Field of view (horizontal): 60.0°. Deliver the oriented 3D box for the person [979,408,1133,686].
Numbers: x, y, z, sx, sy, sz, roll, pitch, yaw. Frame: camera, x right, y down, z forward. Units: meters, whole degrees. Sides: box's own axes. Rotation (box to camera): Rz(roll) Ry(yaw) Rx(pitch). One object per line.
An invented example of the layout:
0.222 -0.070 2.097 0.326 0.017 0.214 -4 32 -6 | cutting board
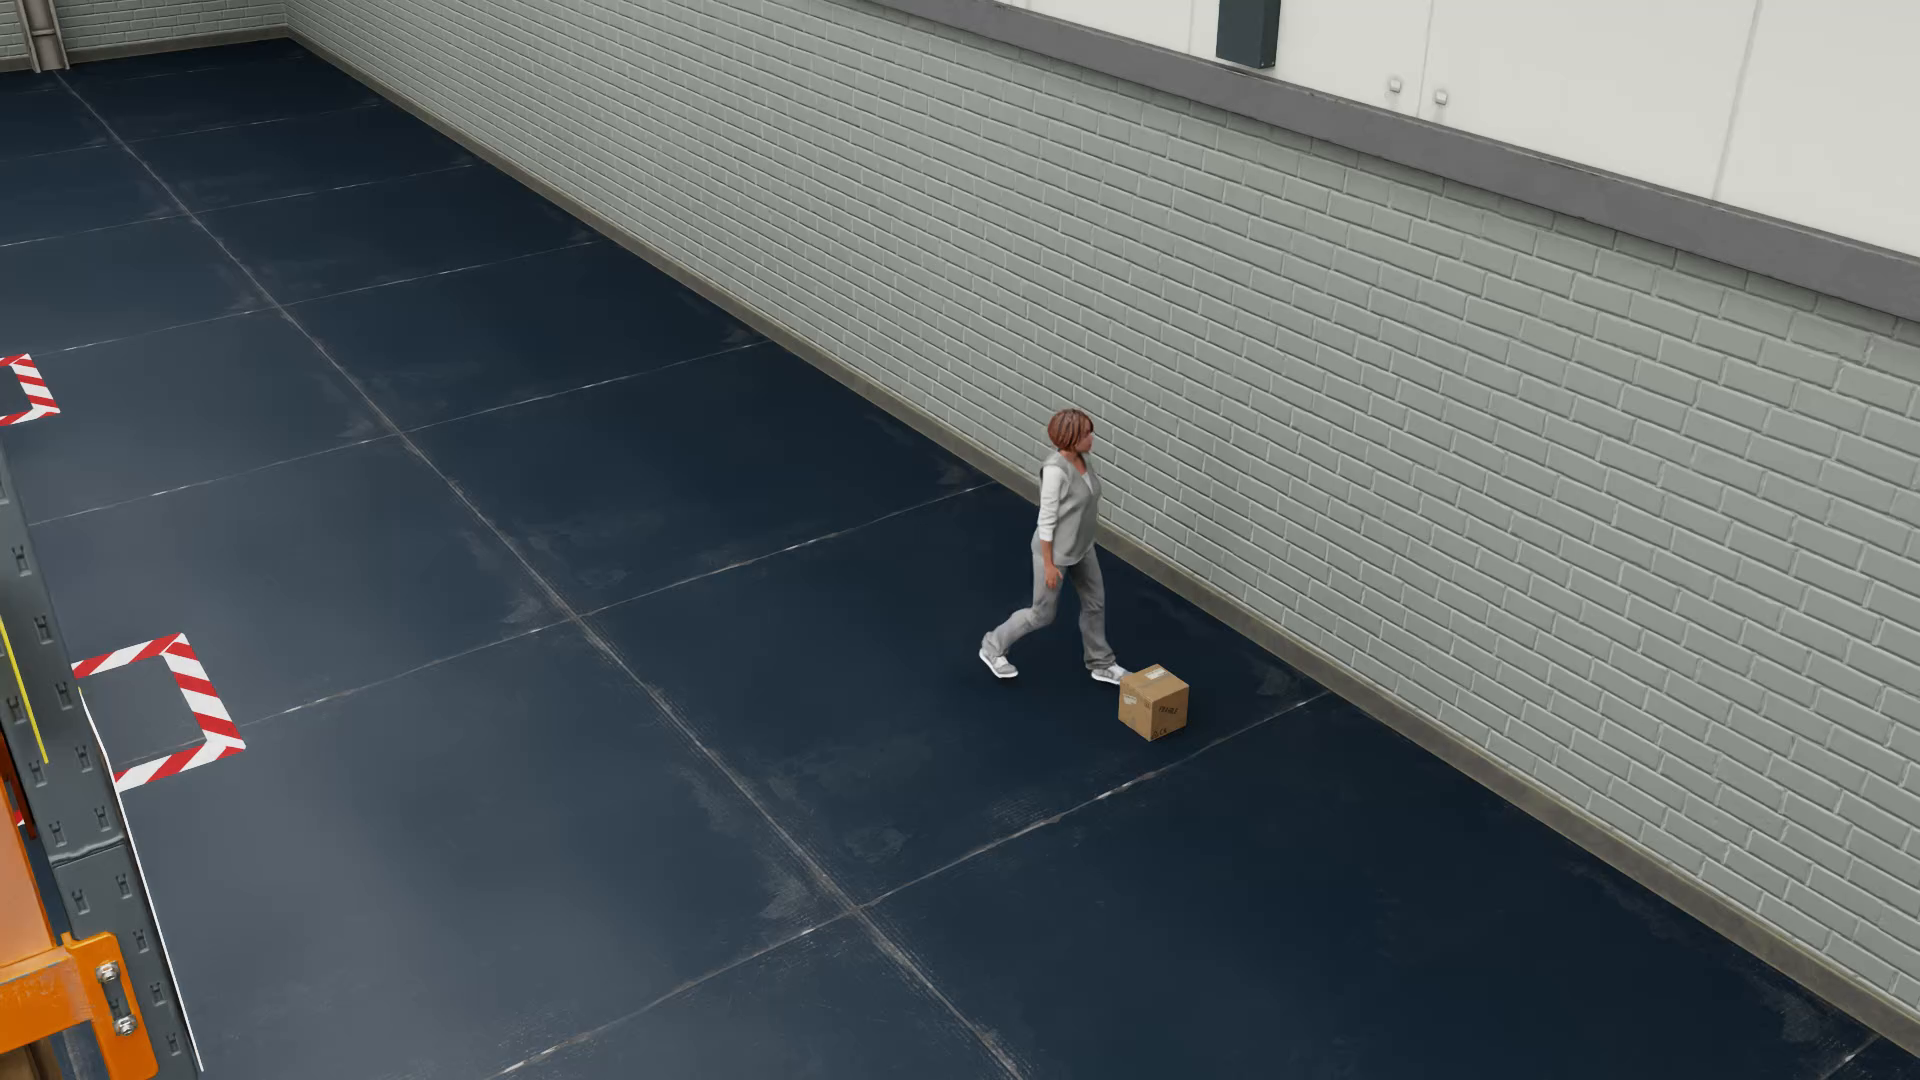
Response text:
0.528 0.054 8.513 0.809 1.564 0.473 17 33 27 | person
